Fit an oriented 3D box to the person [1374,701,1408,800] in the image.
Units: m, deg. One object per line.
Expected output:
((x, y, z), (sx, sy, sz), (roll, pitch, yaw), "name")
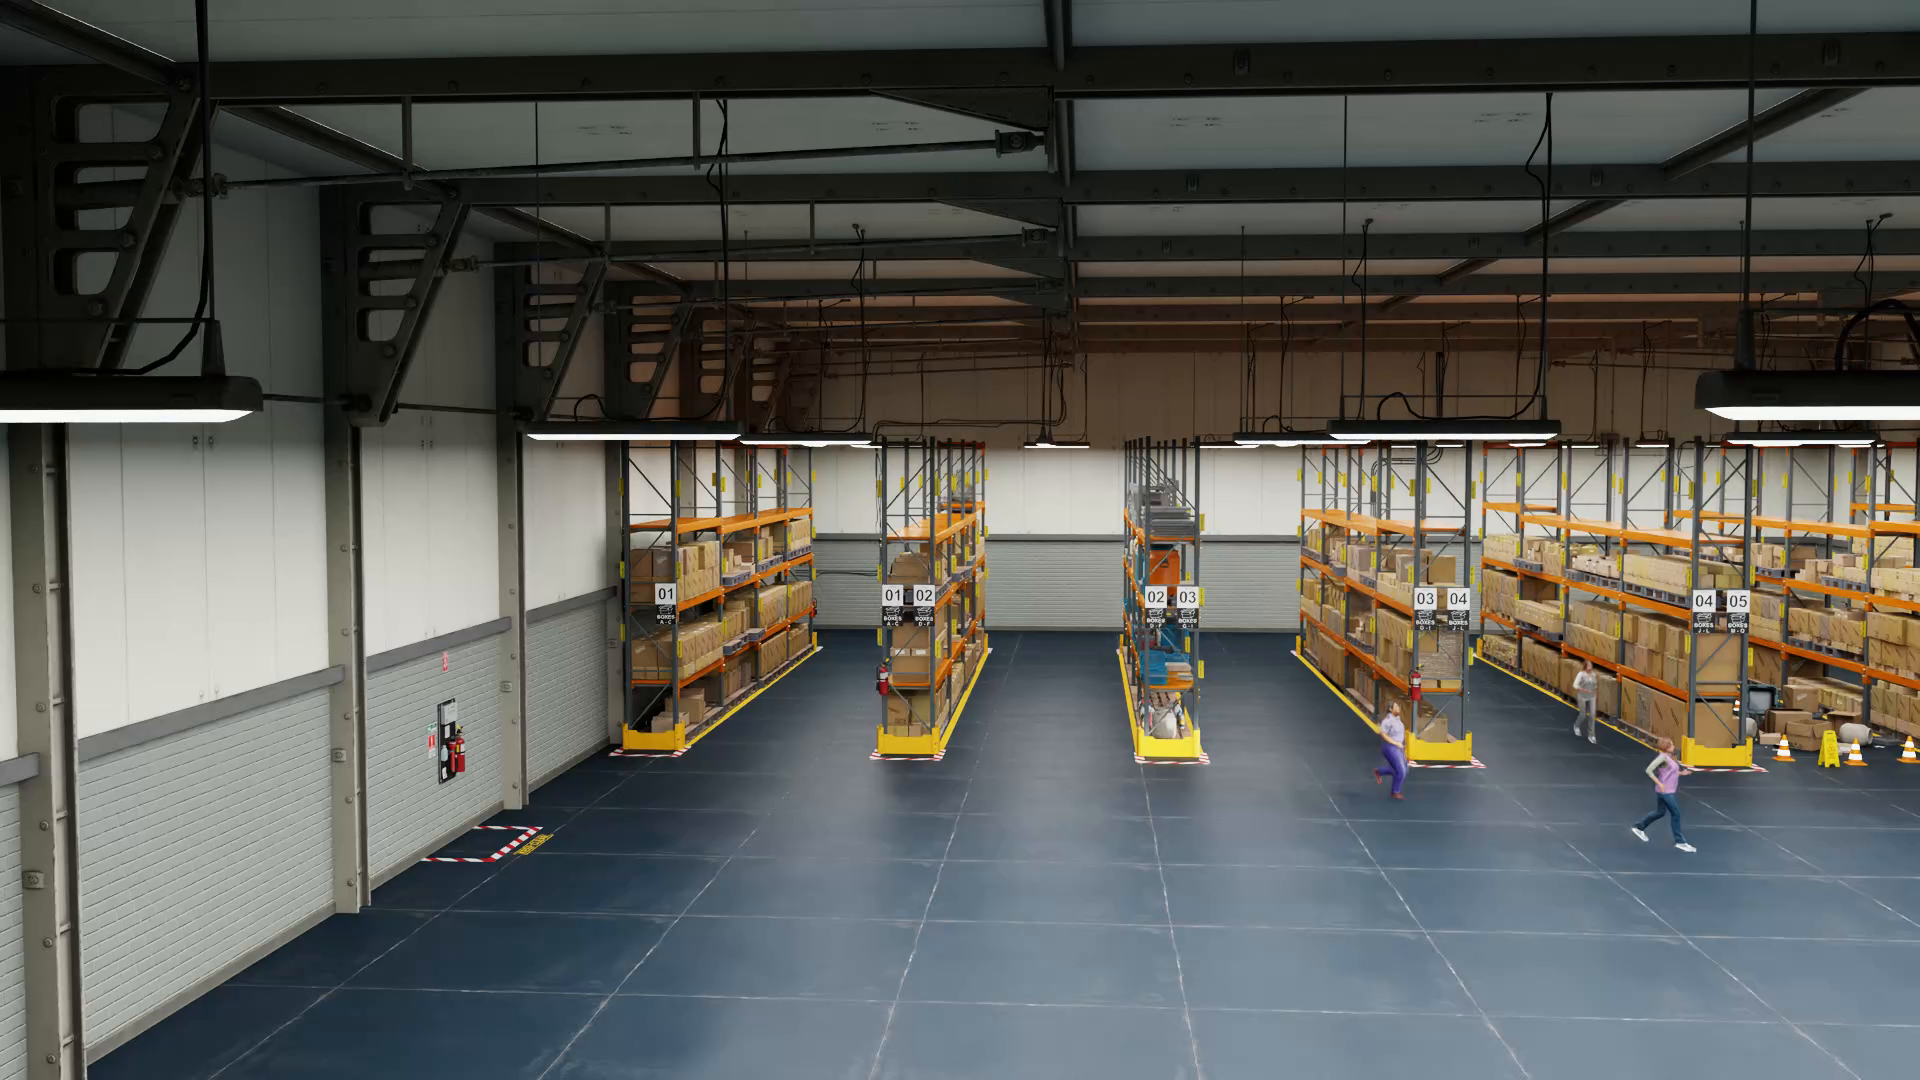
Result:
((7.112, 3.470, 27.514), (0.600, 1.599, 0.634), (2, 4, 32), "person")

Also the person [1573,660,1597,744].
((12.366, 3.164, 32.863), (0.537, 1.607, 0.820), (0, 3, -2), "person")

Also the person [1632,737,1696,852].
((10.104, 3.621, 23.844), (0.880, 1.595, 0.532), (2, 4, 30), "person")
